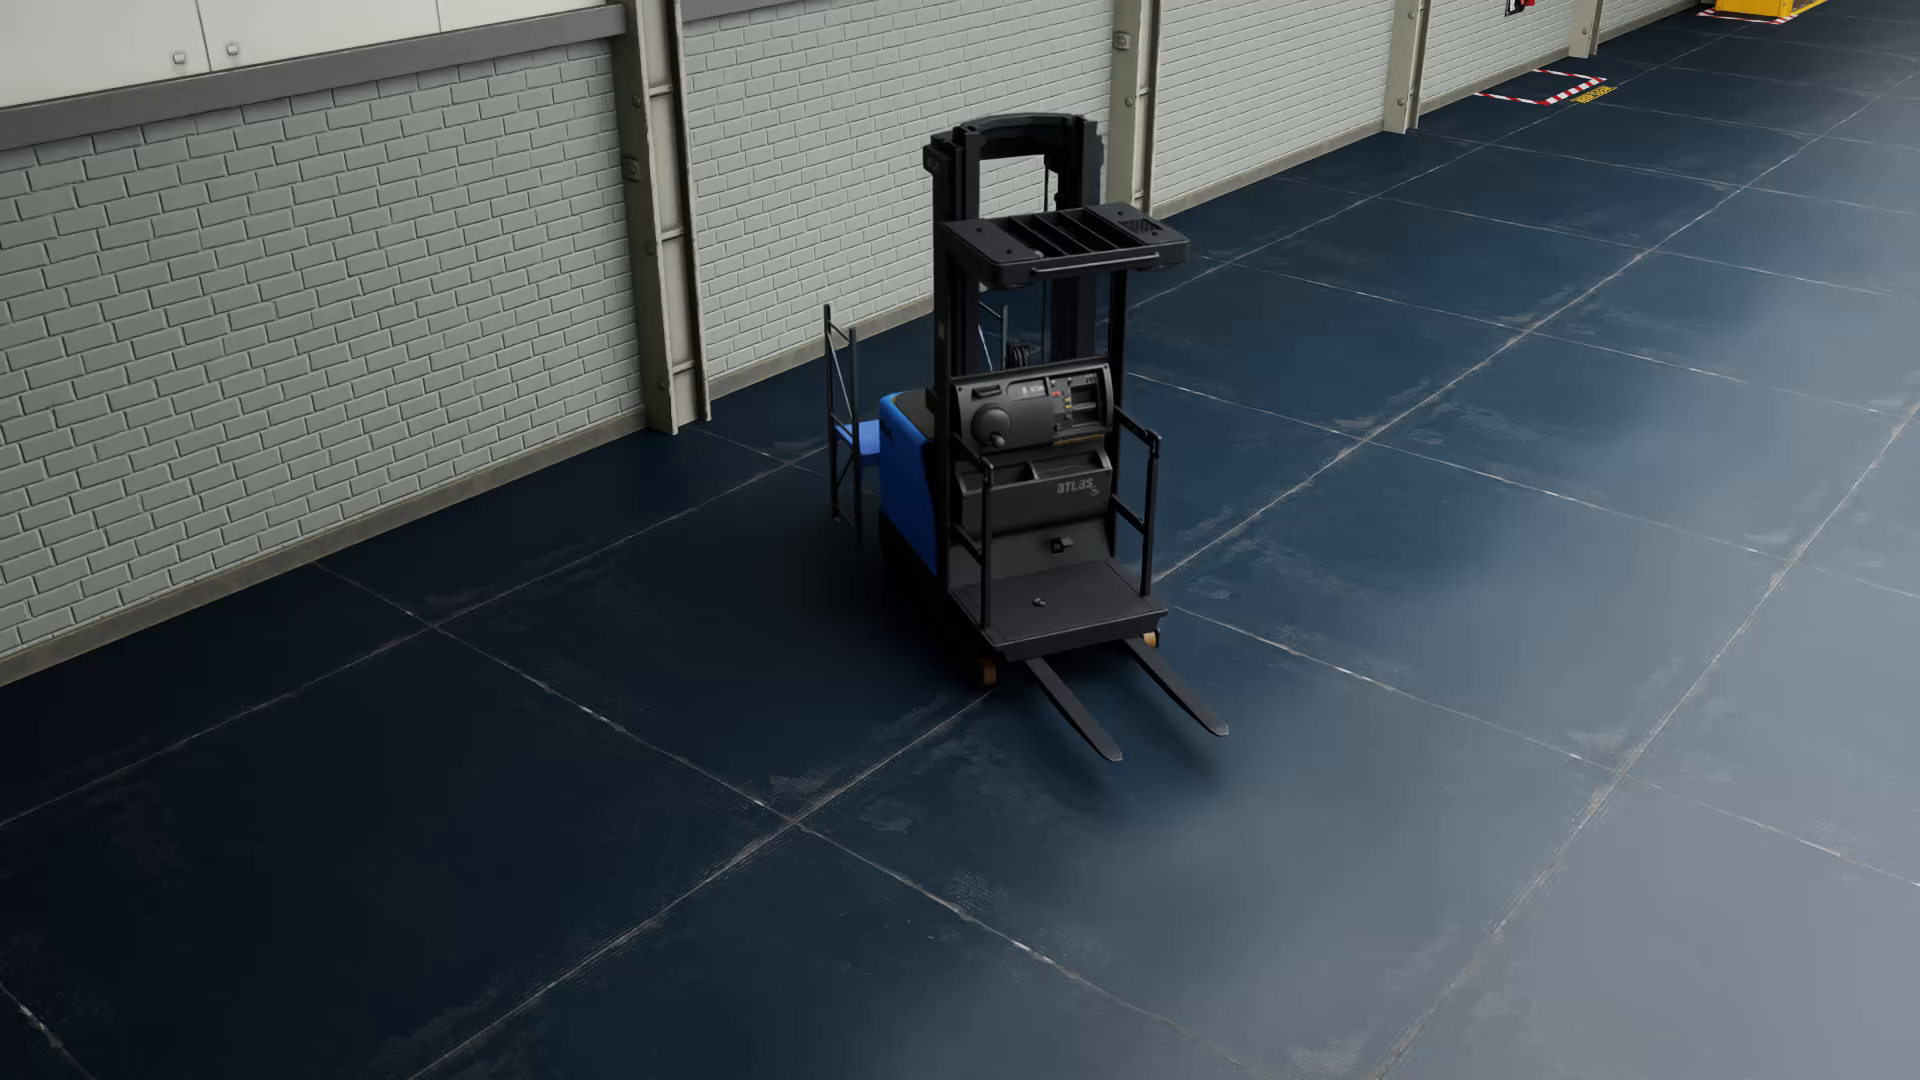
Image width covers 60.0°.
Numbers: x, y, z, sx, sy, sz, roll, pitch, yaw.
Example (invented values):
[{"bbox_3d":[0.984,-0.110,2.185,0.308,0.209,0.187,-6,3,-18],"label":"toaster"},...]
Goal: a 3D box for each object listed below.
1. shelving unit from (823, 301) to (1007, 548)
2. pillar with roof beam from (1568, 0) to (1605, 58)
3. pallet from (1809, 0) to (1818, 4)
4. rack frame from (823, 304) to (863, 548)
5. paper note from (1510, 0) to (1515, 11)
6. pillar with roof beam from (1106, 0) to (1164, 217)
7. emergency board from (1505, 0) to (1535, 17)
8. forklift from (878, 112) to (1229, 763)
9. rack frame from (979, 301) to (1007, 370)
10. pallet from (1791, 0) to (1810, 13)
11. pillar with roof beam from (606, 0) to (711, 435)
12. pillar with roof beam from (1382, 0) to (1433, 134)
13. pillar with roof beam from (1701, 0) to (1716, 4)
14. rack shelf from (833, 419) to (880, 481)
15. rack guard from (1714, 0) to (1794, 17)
[{"bbox_3d":[-0.283,-0.816,10.826,1.048,1.500,0.538,-12,30,-21],"label":"shelving unit"},{"bbox_3d":[12.638,-10.016,20.449,9.100,9.000,0.400,21,34,34],"label":"pillar with roof beam"},{"bbox_3d":[14.724,-9.733,29.465,1.003,0.211,1.213,21,34,34],"label":"pallet"},{"bbox_3d":[-0.747,-0.720,10.642,0.032,1.500,0.500,-12,30,-21],"label":"rack frame"},{"bbox_3d":[7.549,-7.311,22.708,0.016,0.148,0.142,21,34,34],"label":"paper note"},{"bbox_3d":[5.005,-5.761,12.225,9.100,9.000,0.400,21,34,34],"label":"pillar with roof beam"},{"bbox_3d":[7.715,-7.744,22.588,0.194,1.169,0.643,21,34,34],"label":"emergency board"},{"bbox_3d":[0.500,-0.702,9.050,1.130,2.935,3.031,-10,29,-19],"label":"forklift"},{"bbox_3d":[0.181,-0.911,11.010,0.032,1.500,0.500,-12,30,-21],"label":"rack frame"},{"bbox_3d":[13.947,-9.302,28.633,1.003,0.211,1.213,21,34,34],"label":"pallet"},{"bbox_3d":[1.189,-3.634,8.113,9.100,9.000,0.400,21,34,34],"label":"pillar with roof beam"},{"bbox_3d":[8.822,-7.889,16.337,9.100,9.000,0.400,21,34,34],"label":"pillar with roof beam"},{"bbox_3d":[16.455,-12.143,24.561,9.100,9.000,0.400,21,34,34],"label":"pillar with roof beam"},{"bbox_3d":[-0.283,-0.656,10.908,1.000,0.185,0.538,-12,30,-21],"label":"rack shelf"},{"bbox_3d":[13.403,-9.152,28.030,1.175,0.500,0.348,21,34,34],"label":"rack guard"}]
